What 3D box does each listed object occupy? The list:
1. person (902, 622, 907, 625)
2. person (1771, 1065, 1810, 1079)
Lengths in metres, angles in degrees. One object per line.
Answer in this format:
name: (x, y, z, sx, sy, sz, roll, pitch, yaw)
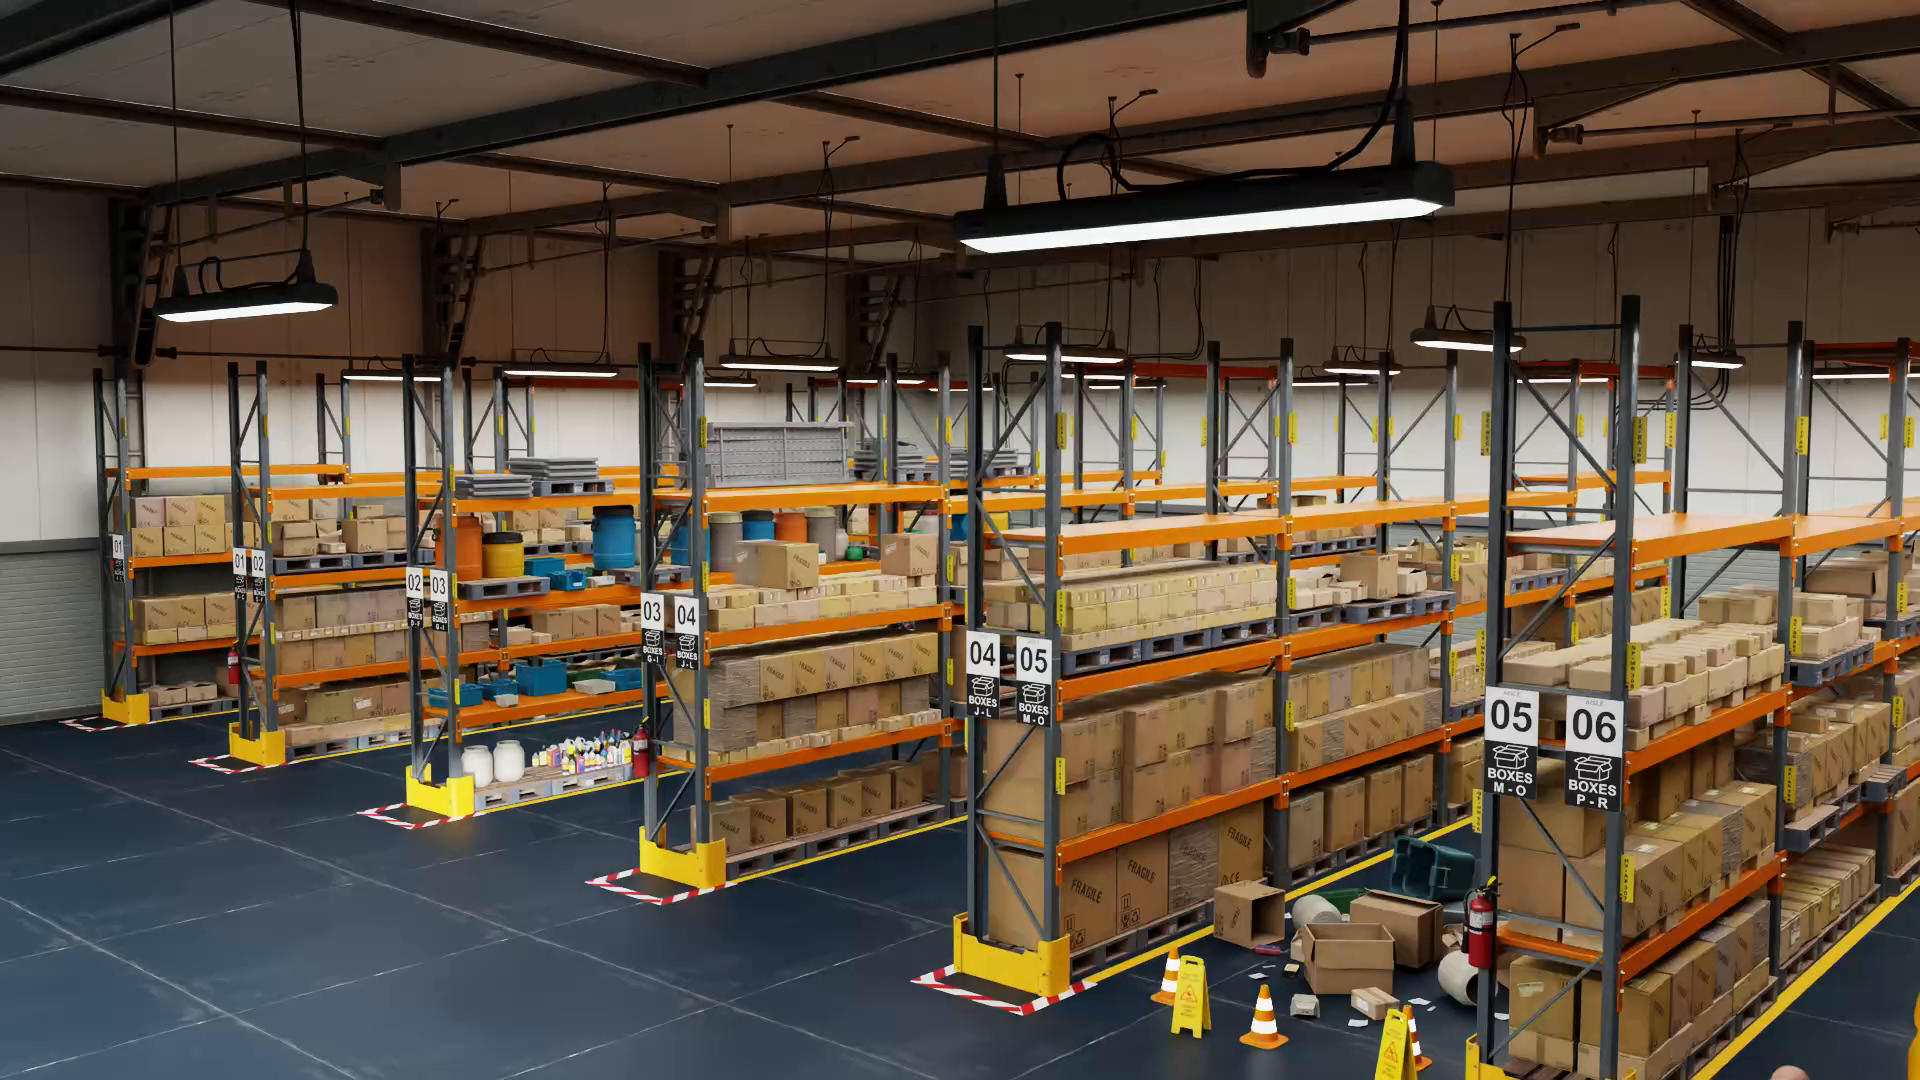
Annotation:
person: (-1.383, 1.488, 37.990, 0.440, 1.755, 0.595, 3, 5, 36)
person: (4.435, 3.668, 8.938, 0.983, 1.694, 0.506, 2, 5, 23)
